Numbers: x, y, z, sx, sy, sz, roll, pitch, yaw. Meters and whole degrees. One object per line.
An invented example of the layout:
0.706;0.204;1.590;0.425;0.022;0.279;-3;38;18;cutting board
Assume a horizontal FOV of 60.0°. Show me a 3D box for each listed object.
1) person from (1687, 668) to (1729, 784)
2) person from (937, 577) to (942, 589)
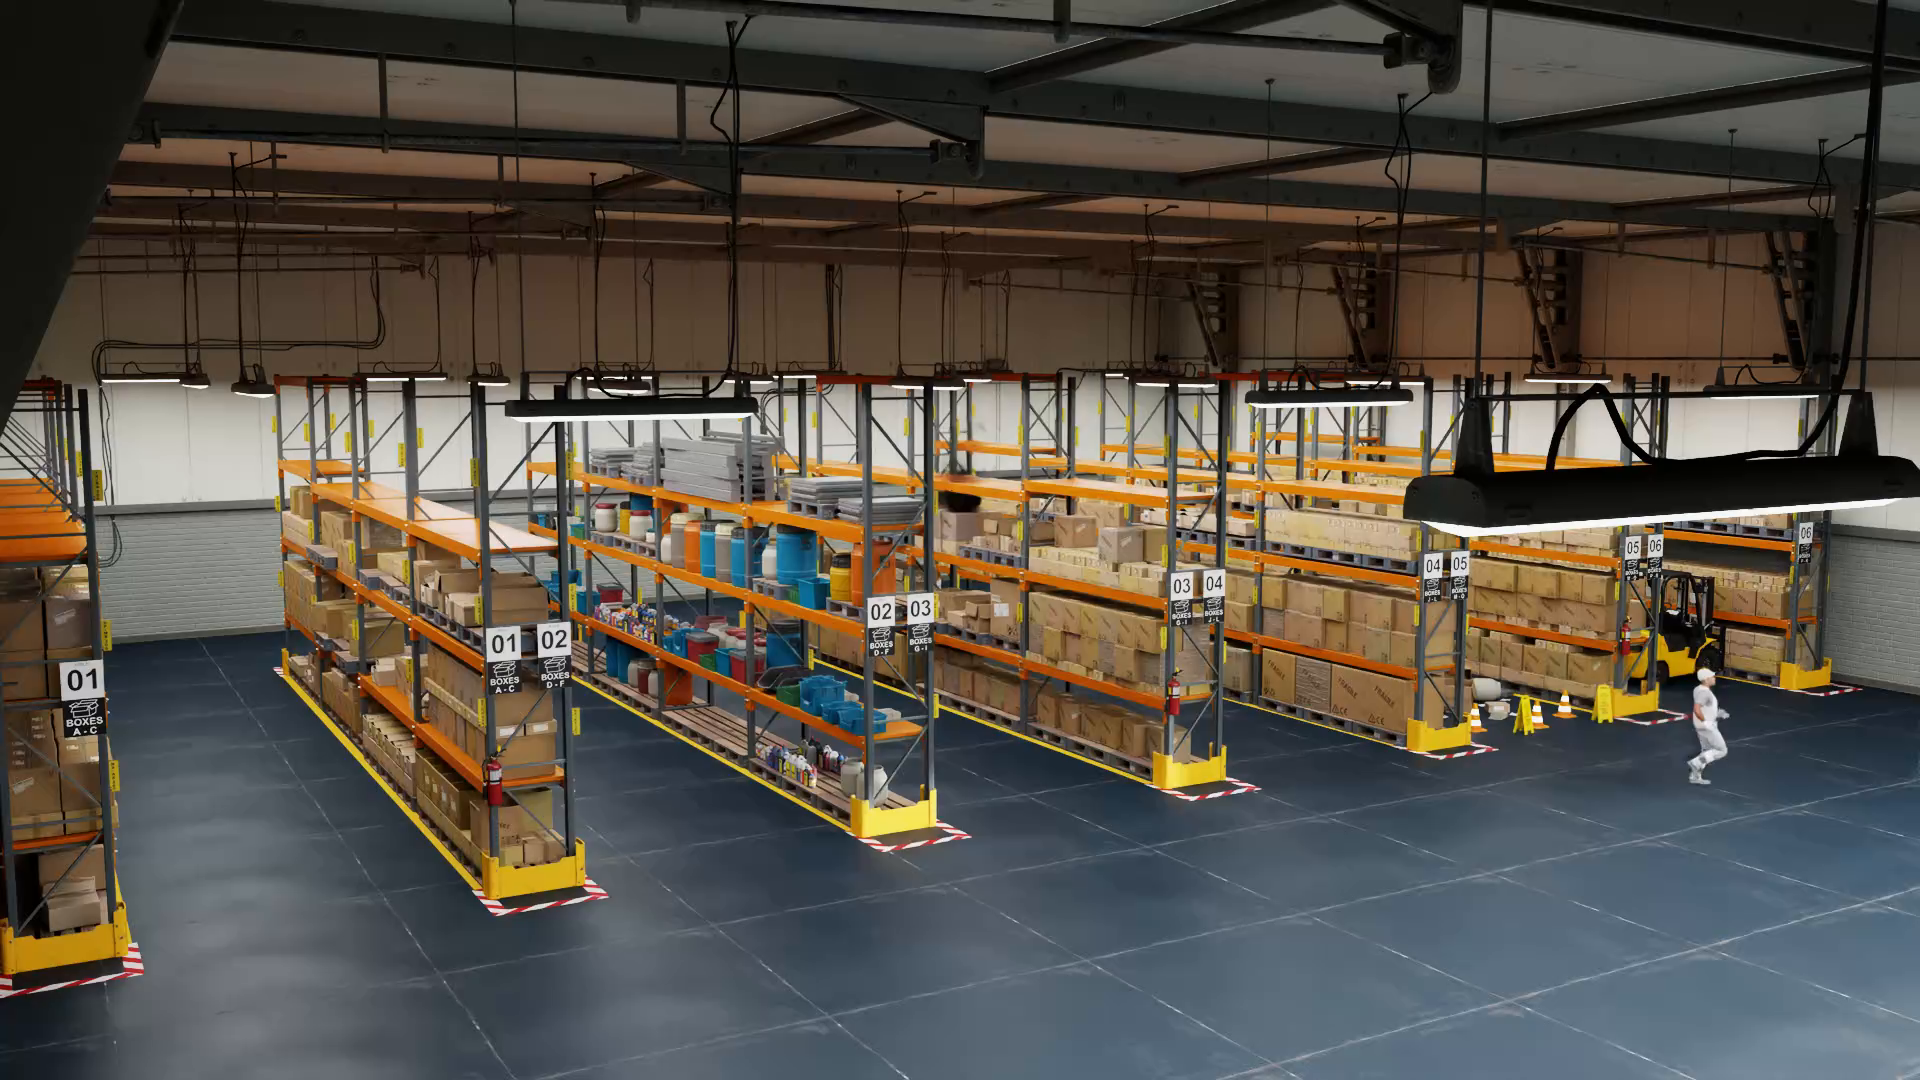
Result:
11.098;2.767;24.645;0.581;1.740;0.652;1;6;13;person
-0.662;1.328;38.193;0.640;1.654;0.691;-2;7;-20;person
